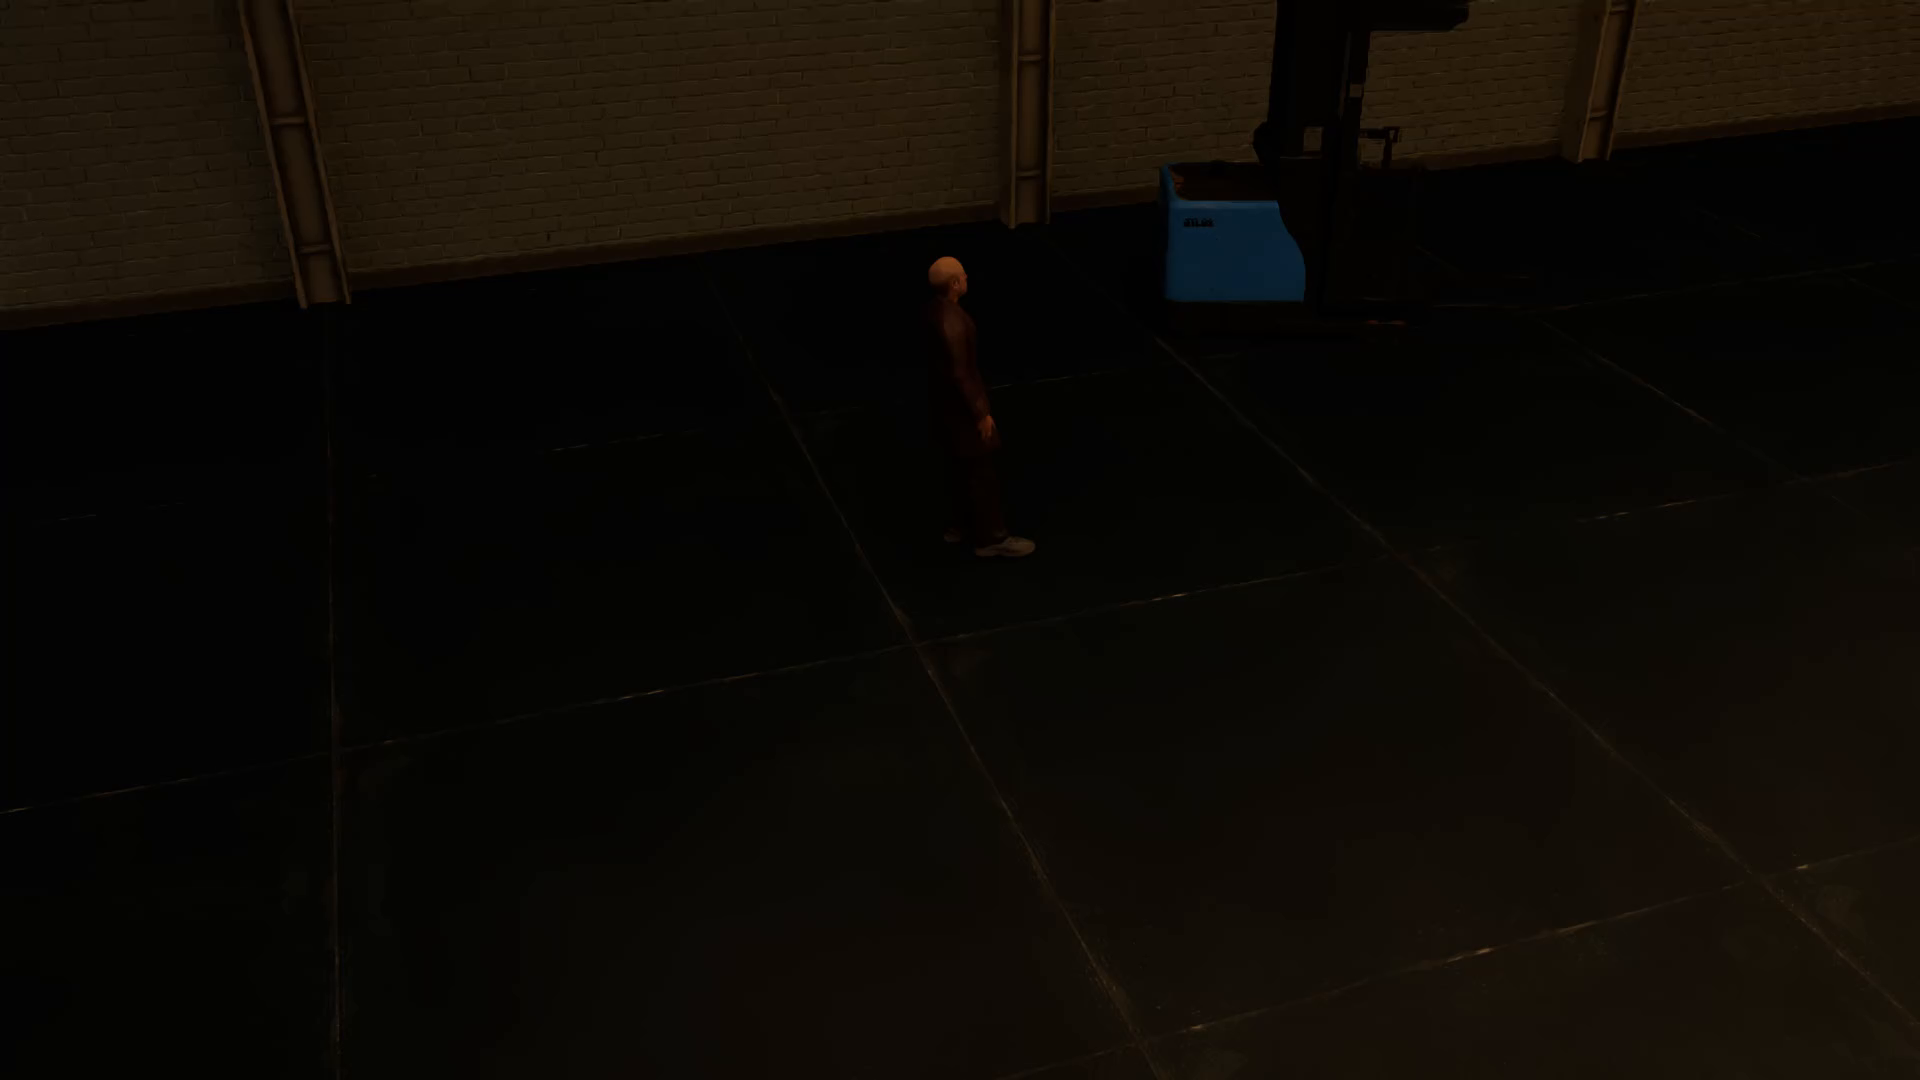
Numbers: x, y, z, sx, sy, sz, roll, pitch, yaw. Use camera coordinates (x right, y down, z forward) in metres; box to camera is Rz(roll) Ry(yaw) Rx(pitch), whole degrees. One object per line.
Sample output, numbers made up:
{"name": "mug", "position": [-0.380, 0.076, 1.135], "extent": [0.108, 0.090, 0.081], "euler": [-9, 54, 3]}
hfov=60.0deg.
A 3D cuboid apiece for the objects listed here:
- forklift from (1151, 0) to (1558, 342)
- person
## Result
{"name": "forklift", "position": [3.054, -3.046, 12.381], "extent": [3.031, 2.935, 1.130], "euler": [1, 30, 1]}
{"name": "person", "position": [0.088, -0.789, 9.600], "extent": [0.580, 1.776, 0.694], "euler": [-10, 31, -16]}
